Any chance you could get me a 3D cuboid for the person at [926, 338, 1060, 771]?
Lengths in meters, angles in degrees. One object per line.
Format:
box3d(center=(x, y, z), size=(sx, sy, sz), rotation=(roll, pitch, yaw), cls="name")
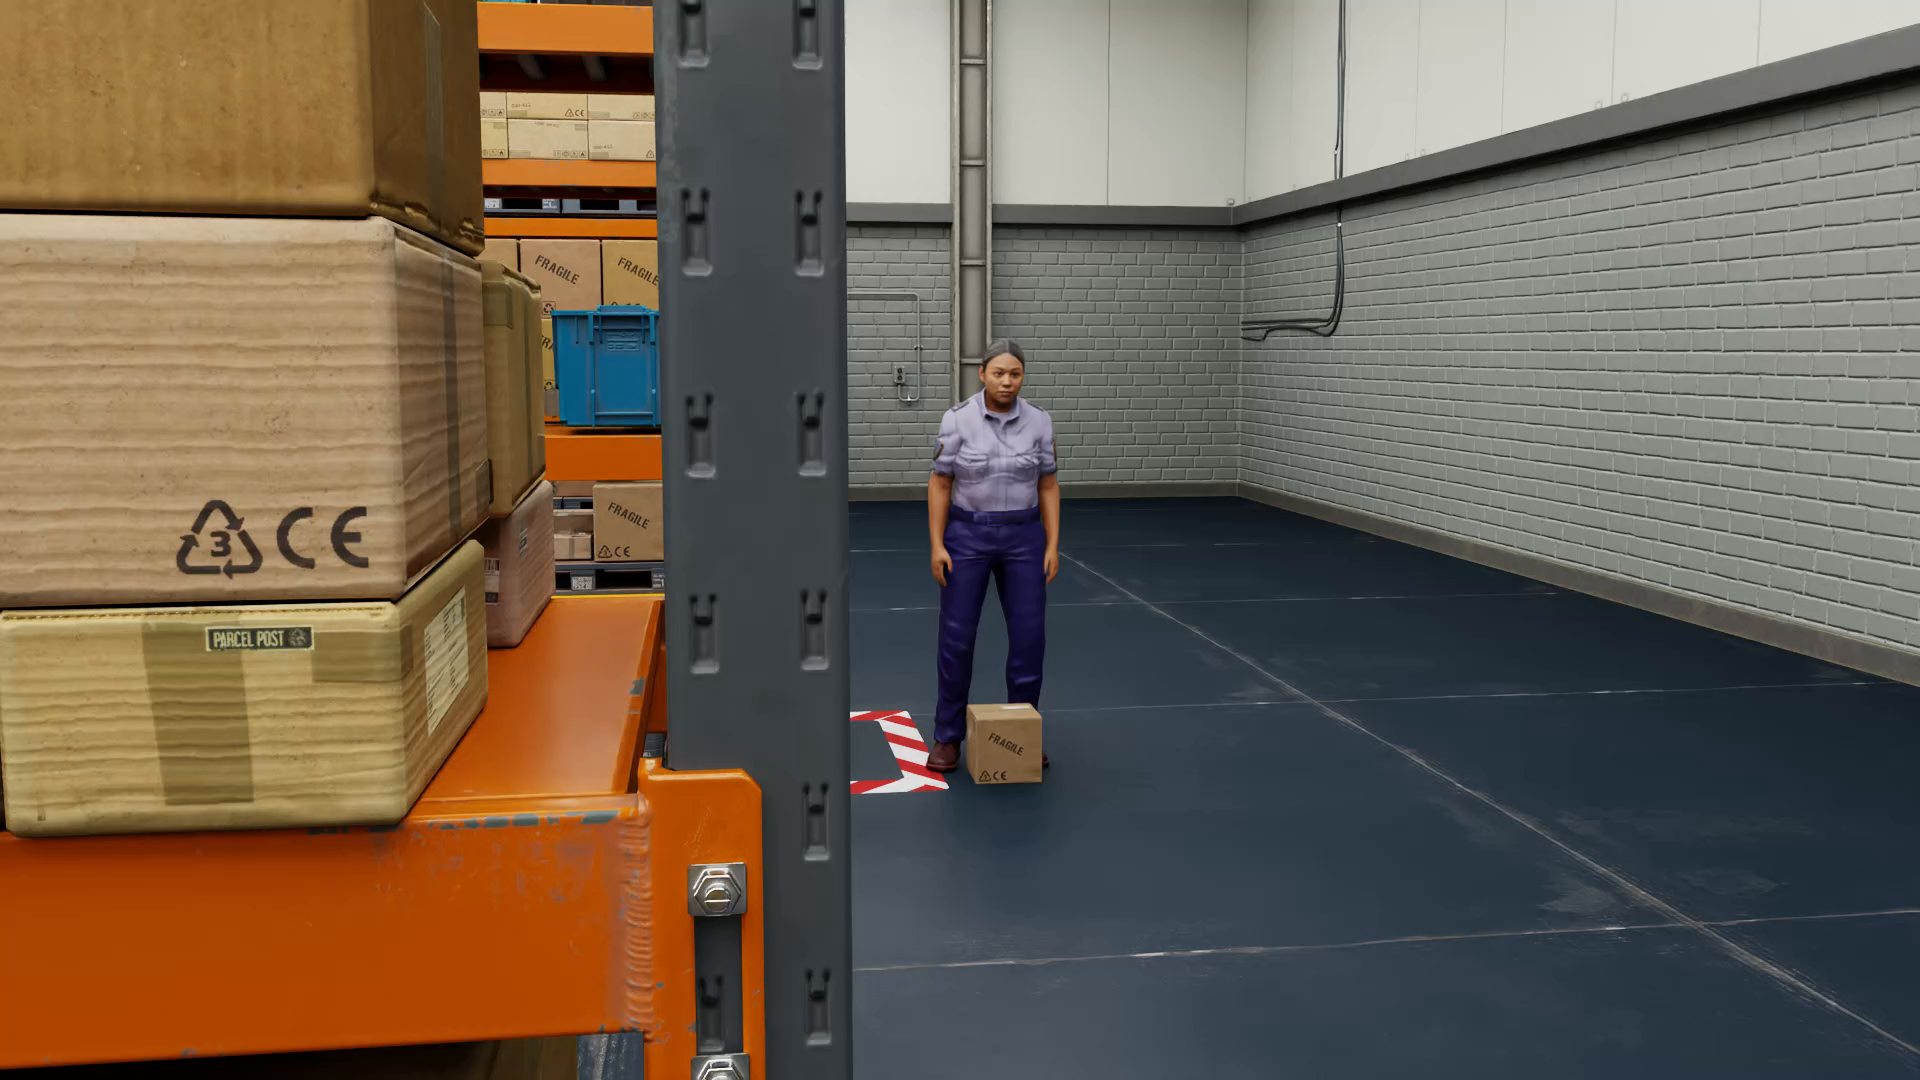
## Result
box3d(center=(0.126, 0.049, 6.458), size=(0.544, 1.651, 0.372), rotation=(-1, 7, -8), cls="person")
